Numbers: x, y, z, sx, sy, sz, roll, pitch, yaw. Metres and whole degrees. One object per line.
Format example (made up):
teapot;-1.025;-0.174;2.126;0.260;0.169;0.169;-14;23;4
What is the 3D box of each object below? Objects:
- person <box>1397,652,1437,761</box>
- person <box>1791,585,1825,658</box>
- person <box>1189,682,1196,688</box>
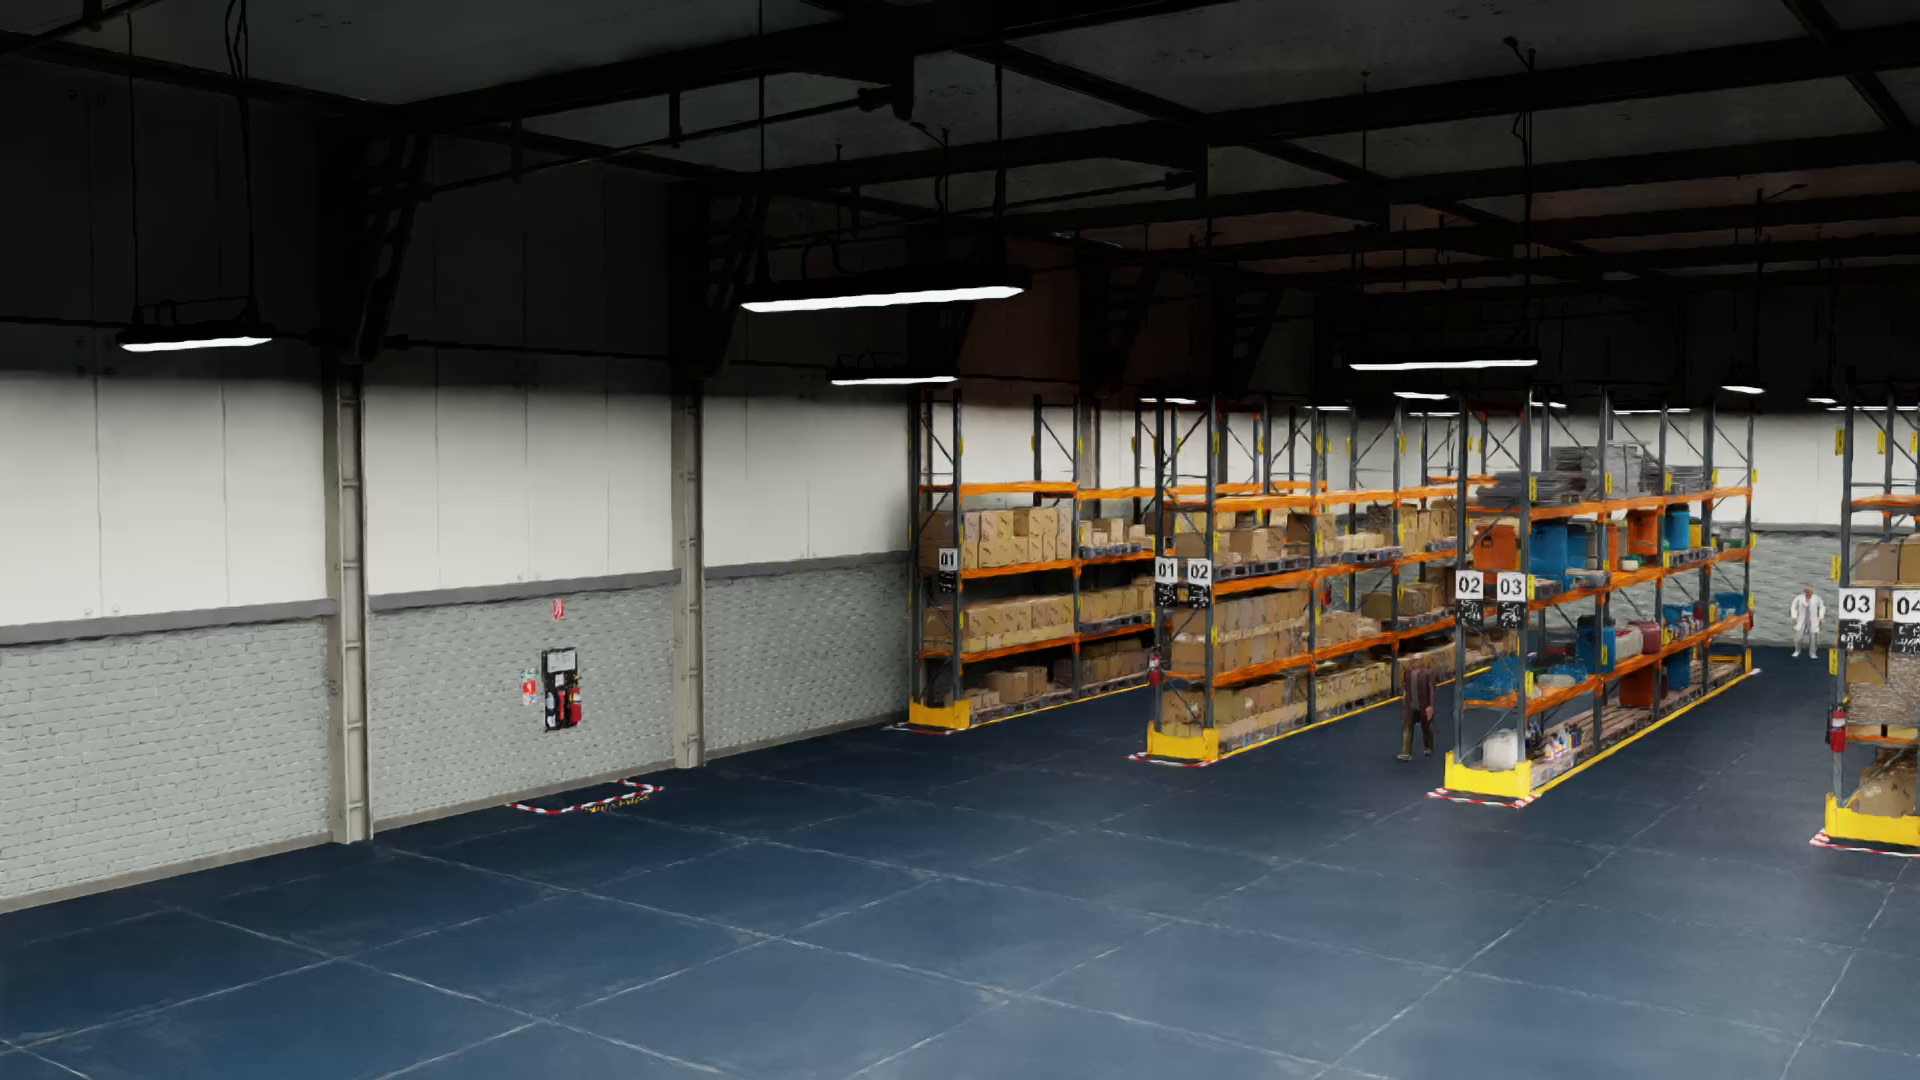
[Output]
person;7.279;2.729;26.403;0.603;1.528;1.111;2;4;35
person;19.983;1.908;39.207;0.729;1.733;0.546;2;4;34
person;4.792;2.243;34.254;0.505;1.580;1.063;2;4;26
